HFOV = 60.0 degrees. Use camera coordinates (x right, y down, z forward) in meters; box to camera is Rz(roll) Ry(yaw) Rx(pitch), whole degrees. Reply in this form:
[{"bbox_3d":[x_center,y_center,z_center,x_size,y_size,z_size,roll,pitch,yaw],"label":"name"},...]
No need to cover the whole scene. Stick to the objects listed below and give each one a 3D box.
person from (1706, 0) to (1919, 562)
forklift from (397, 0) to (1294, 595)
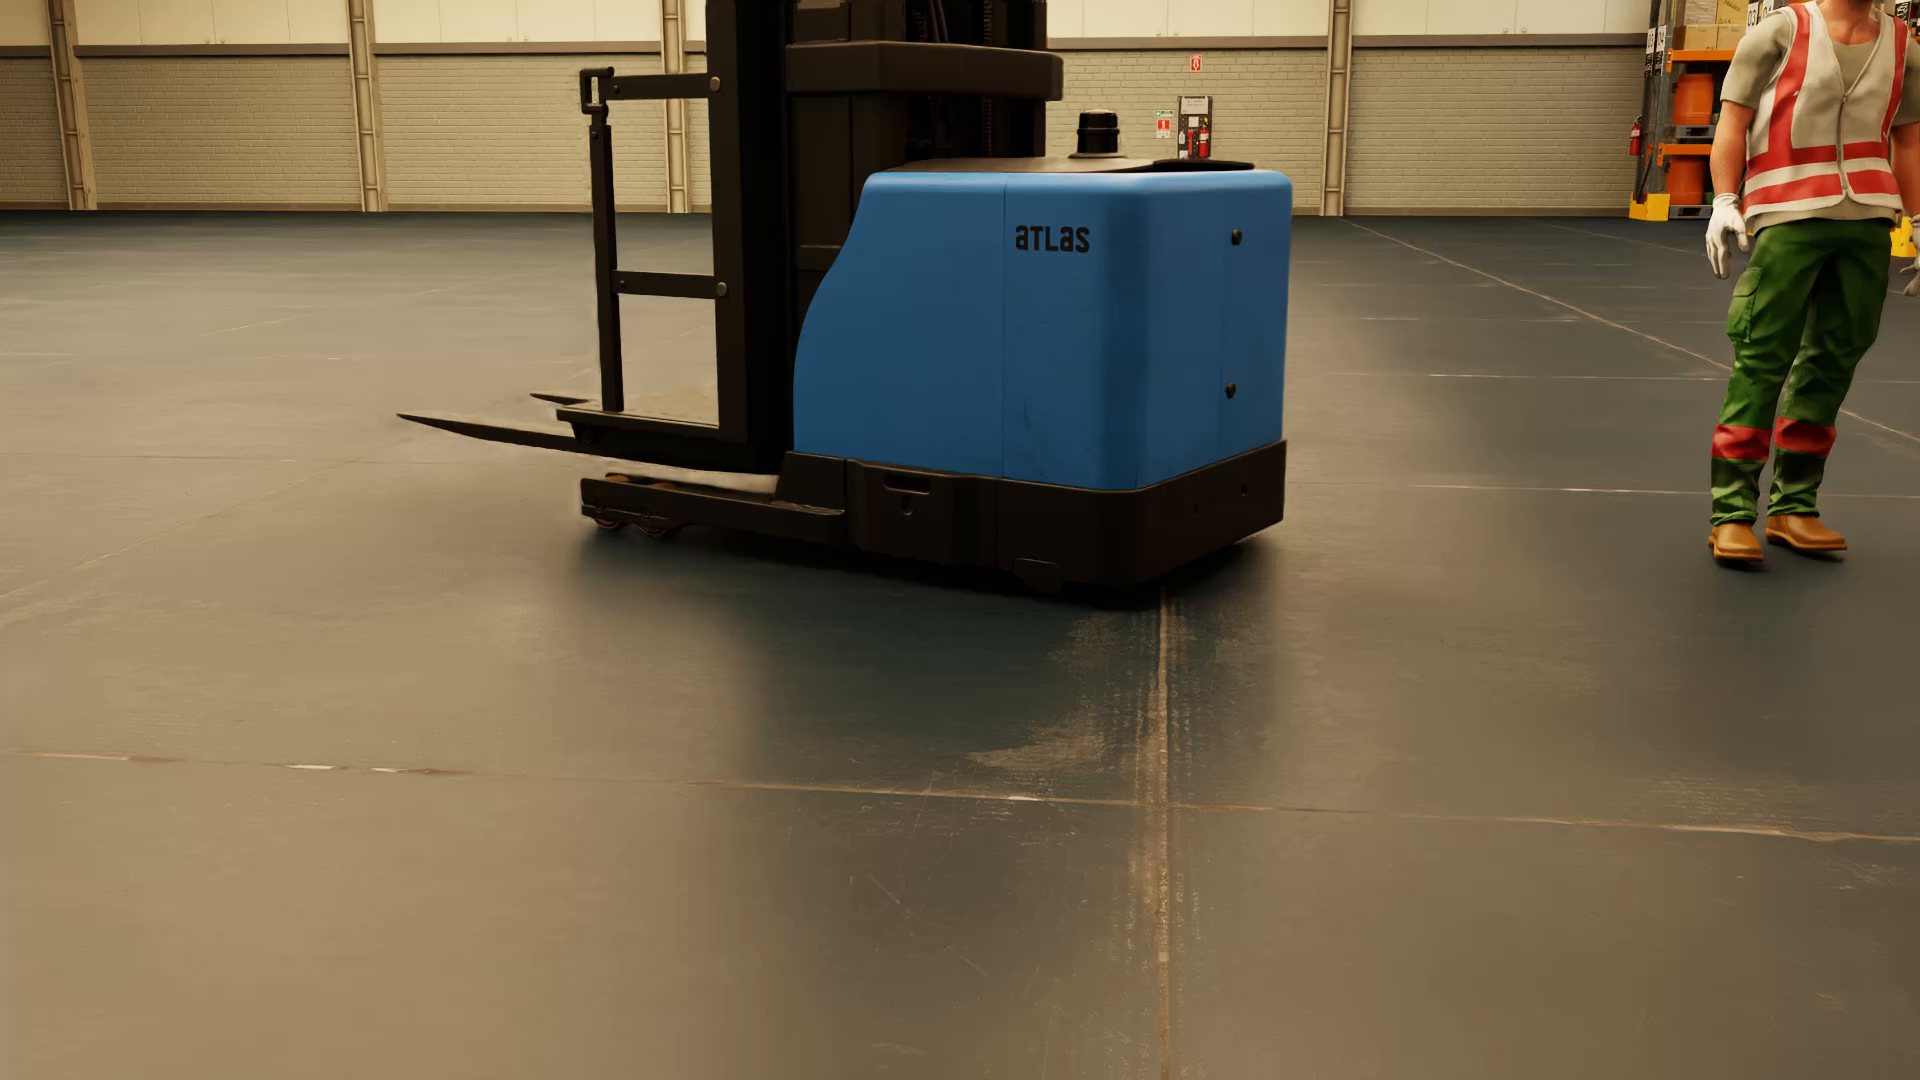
[{"bbox_3d":[2.419,-0.851,4.625,0.638,1.786,0.566,0,13,1],"label":"person"},{"bbox_3d":[-0.551,-1.525,5.030,3.031,2.935,1.130,9,16,33],"label":"forklift"}]
